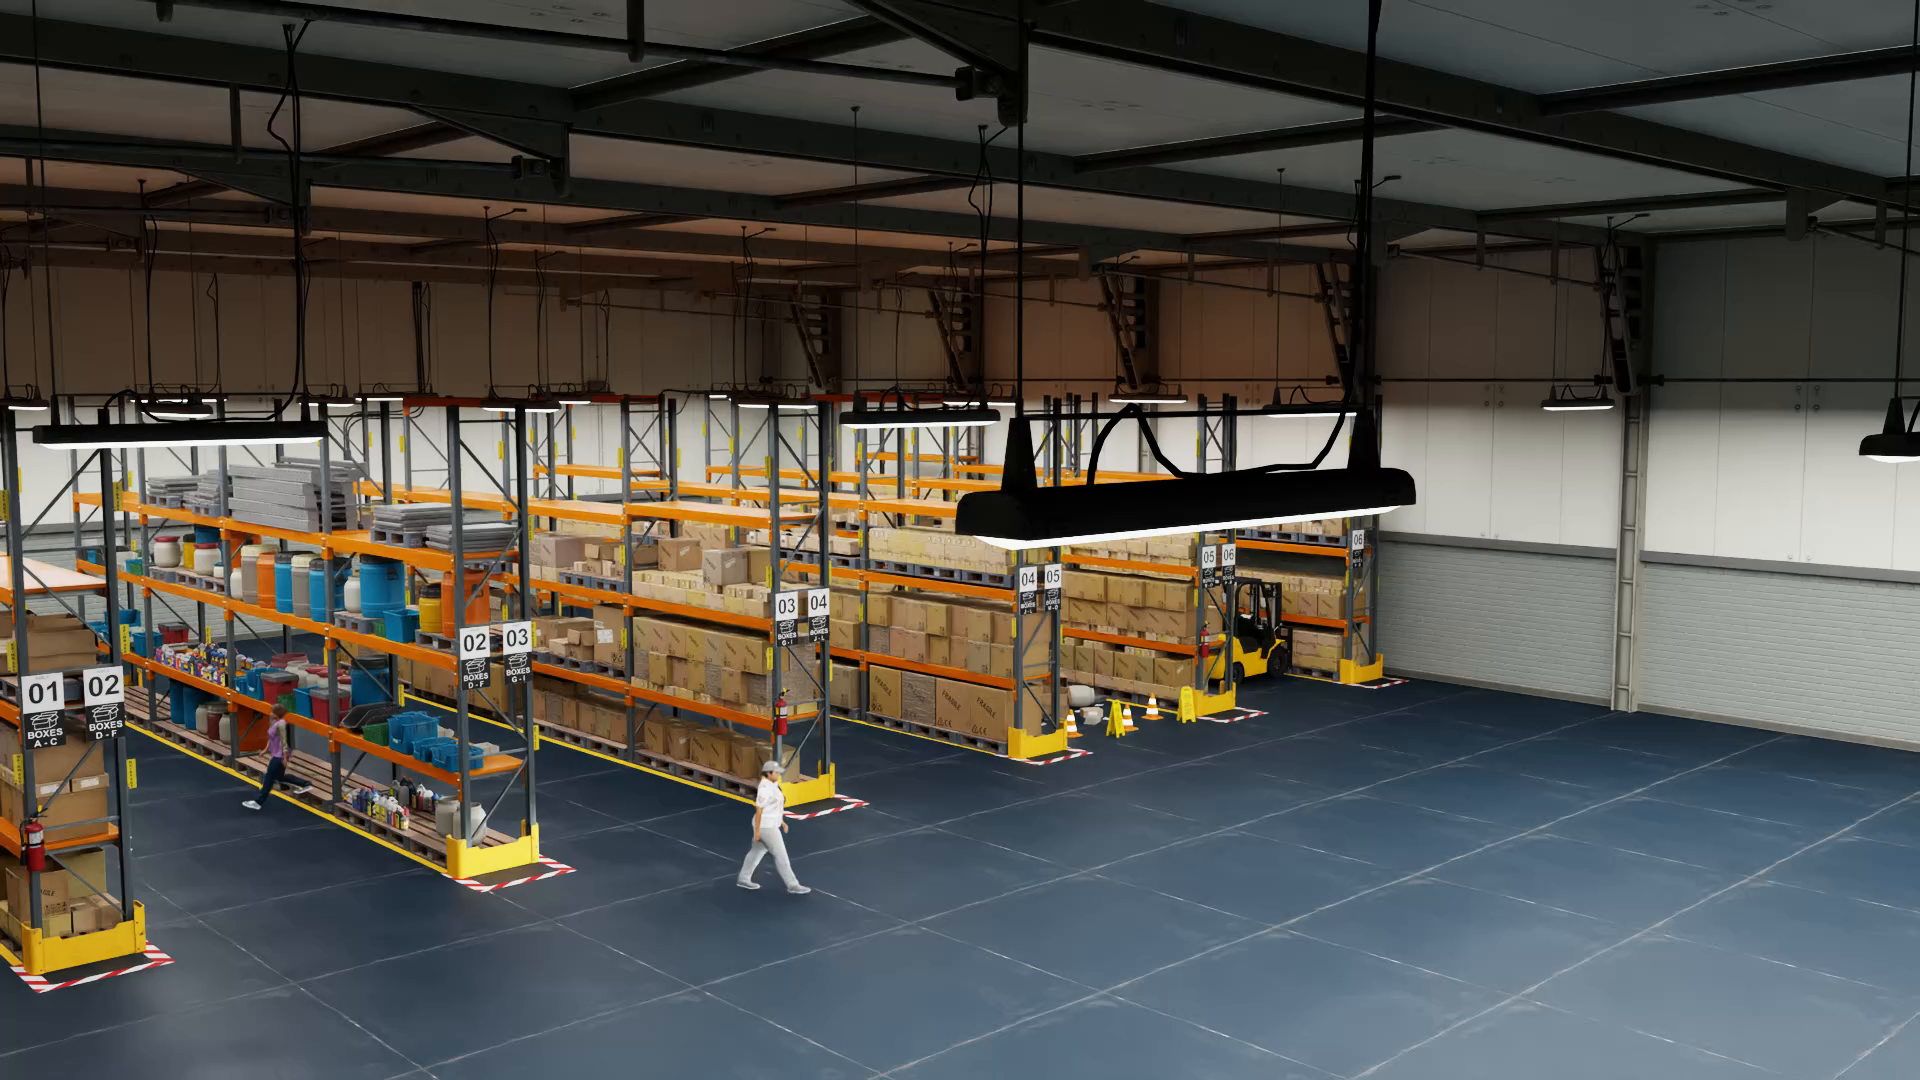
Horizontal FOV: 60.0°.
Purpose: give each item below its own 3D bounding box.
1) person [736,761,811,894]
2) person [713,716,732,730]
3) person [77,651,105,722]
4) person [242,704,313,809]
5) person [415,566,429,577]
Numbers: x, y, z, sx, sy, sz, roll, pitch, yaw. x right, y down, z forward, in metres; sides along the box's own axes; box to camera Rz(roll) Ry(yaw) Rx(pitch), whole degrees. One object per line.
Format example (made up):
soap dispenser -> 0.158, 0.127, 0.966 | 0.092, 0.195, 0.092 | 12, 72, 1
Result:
person -> -2.306, 3.523, 20.492 | 0.933, 1.615, 0.556 | 0, 6, -3
person -> -4.158, 2.710, 28.870 | 0.553, 1.646, 0.424 | -3, 7, -32
person -> -14.855, 2.734, 28.540 | 0.451, 1.670, 0.503 | 3, 6, 32
person -> -10.085, 3.170, 24.534 | 0.955, 1.532, 0.403 | -2, 6, -18
person -> -13.550, 1.441, 41.609 | 0.555, 1.755, 1.052 | 0, 6, -1
